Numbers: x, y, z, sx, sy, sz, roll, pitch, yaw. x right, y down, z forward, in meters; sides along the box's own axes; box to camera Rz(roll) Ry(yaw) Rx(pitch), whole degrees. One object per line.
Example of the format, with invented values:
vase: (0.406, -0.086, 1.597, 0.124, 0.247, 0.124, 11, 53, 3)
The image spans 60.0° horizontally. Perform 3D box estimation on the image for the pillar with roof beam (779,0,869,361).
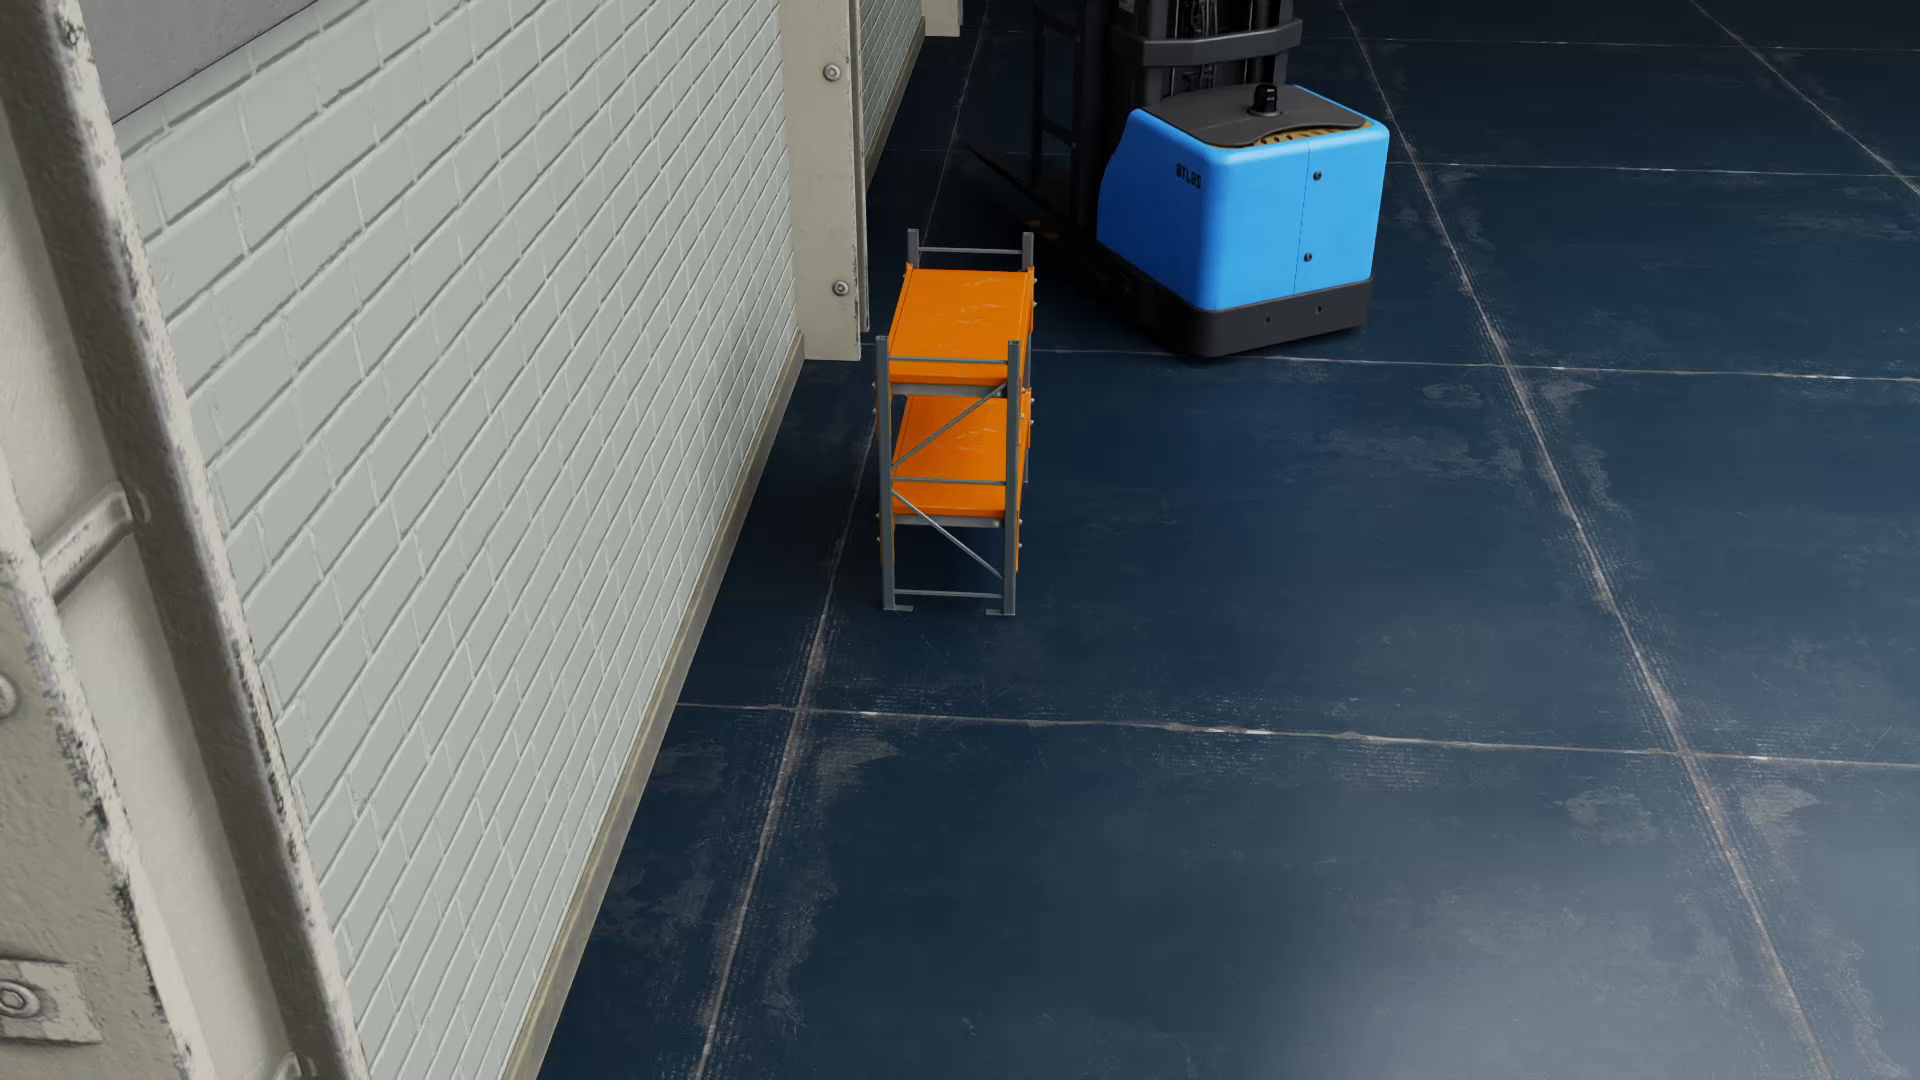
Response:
pillar with roof beam: (3.658, -4.638, 5.699, 9.100, 9.000, 0.400, 2, 32, 4)

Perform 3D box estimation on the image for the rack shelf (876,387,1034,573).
rack shelf: (-0.001, -0.267, 6.577, 0.538, 0.278, 1.000, 2, 32, 4)

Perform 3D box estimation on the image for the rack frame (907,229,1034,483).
rack frame: (0.041, -0.741, 6.880, 0.500, 1.125, 0.032, 2, 32, 4)

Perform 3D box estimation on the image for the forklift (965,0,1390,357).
forklift: (0.981, -2.887, 8.641, 1.130, 2.935, 3.031, -14, 34, -21)

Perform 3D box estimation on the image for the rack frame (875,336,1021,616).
rack frame: (-0.042, -0.210, 6.018, 0.500, 1.125, 0.032, 2, 32, 4)

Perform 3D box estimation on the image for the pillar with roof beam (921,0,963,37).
pillar with roof beam: (4.146, -7.776, 10.790, 9.100, 9.000, 0.400, 2, 32, 4)

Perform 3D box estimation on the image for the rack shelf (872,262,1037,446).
rack shelf: (-0.001, -0.725, 6.296, 0.538, 0.278, 1.000, 2, 32, 4)

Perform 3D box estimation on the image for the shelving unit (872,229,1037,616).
shelving unit: (-0.001, -0.475, 6.449, 0.538, 1.125, 1.048, 2, 32, 4)
